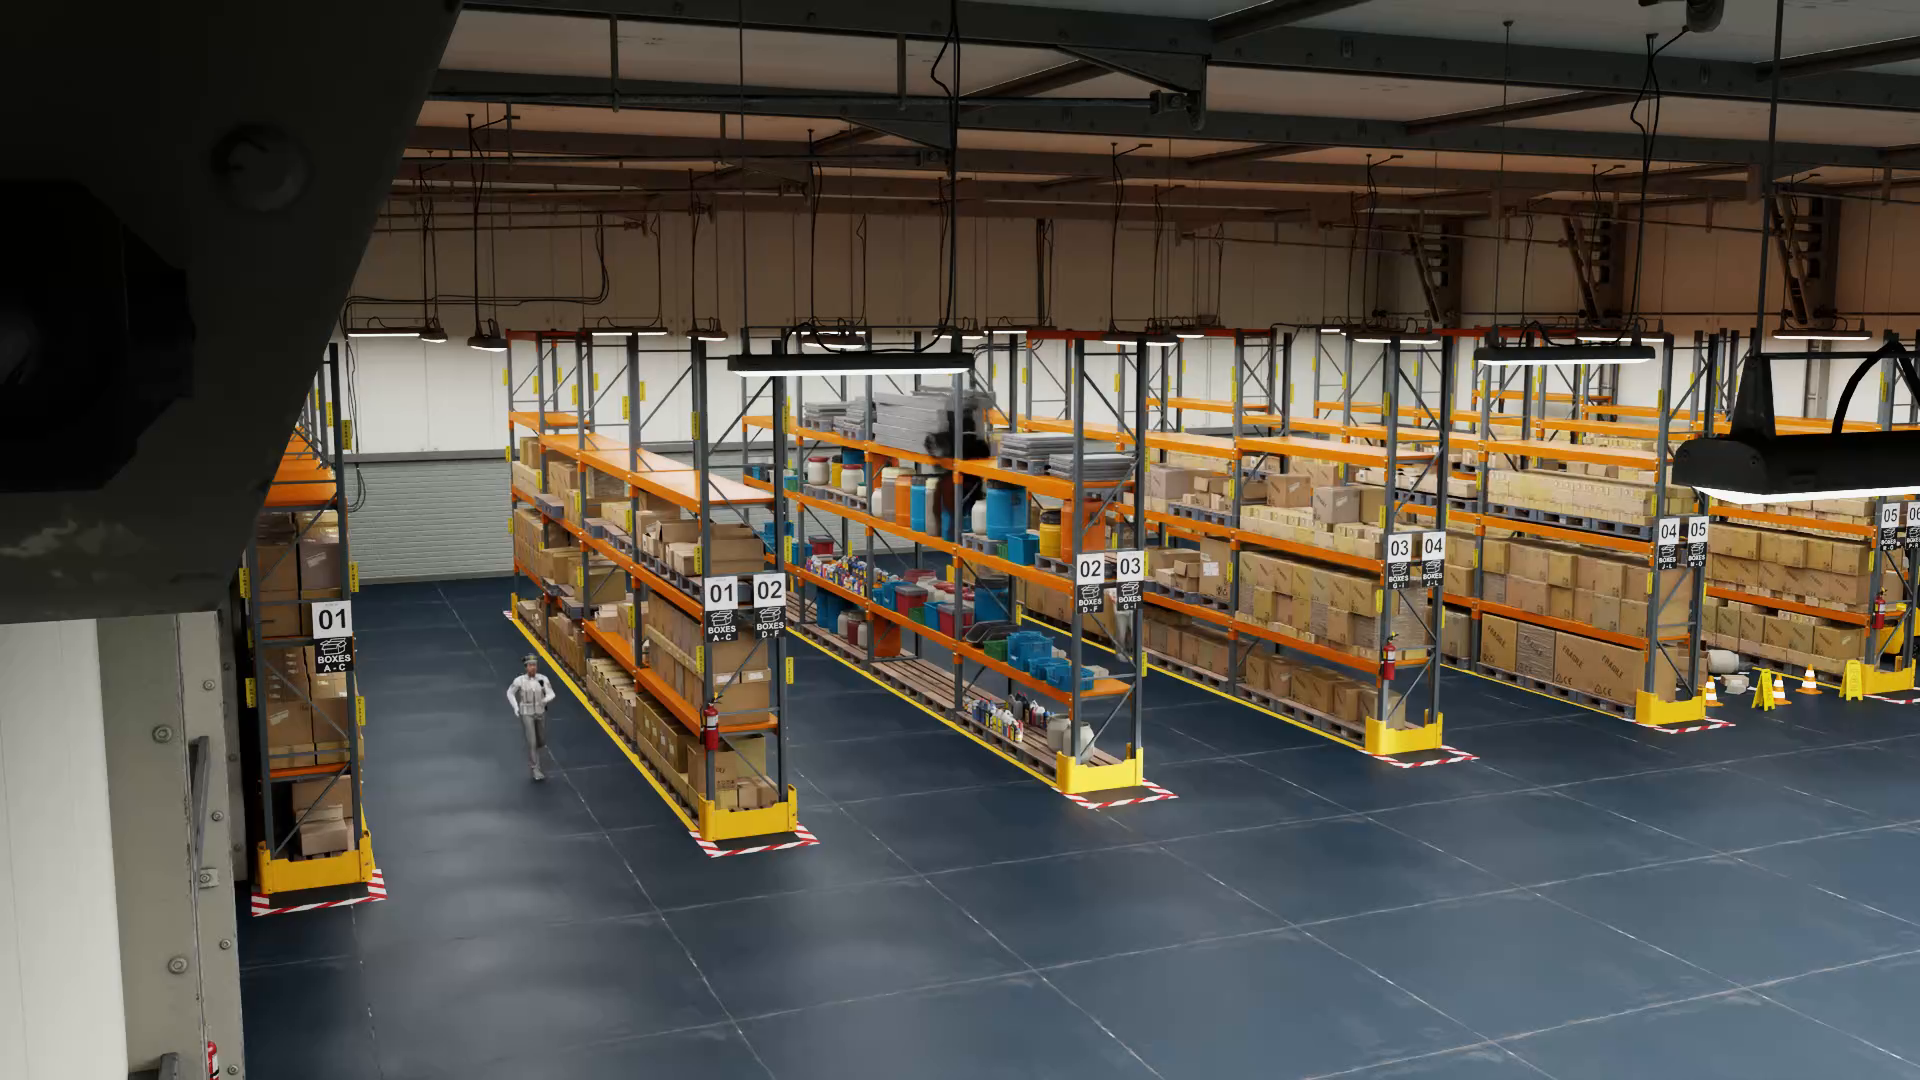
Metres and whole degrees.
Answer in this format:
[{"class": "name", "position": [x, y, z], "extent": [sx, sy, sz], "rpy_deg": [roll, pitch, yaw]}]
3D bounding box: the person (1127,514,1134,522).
[{"class": "person", "position": [4.254, -0.197, 41.799], "extent": [0.713, 1.741, 0.804], "rpy_deg": [0, 8, 1]}]

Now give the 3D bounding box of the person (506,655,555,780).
[{"class": "person", "position": [-5.883, 2.391, 22.879], "extent": [0.624, 1.669, 0.875], "rpy_deg": [-4, 9, -28]}]

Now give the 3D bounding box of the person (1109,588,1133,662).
[{"class": "person", "position": [2.914, 1.267, 28.841], "extent": [0.652, 1.779, 0.602], "rpy_deg": [-3, 8, -24]}]
